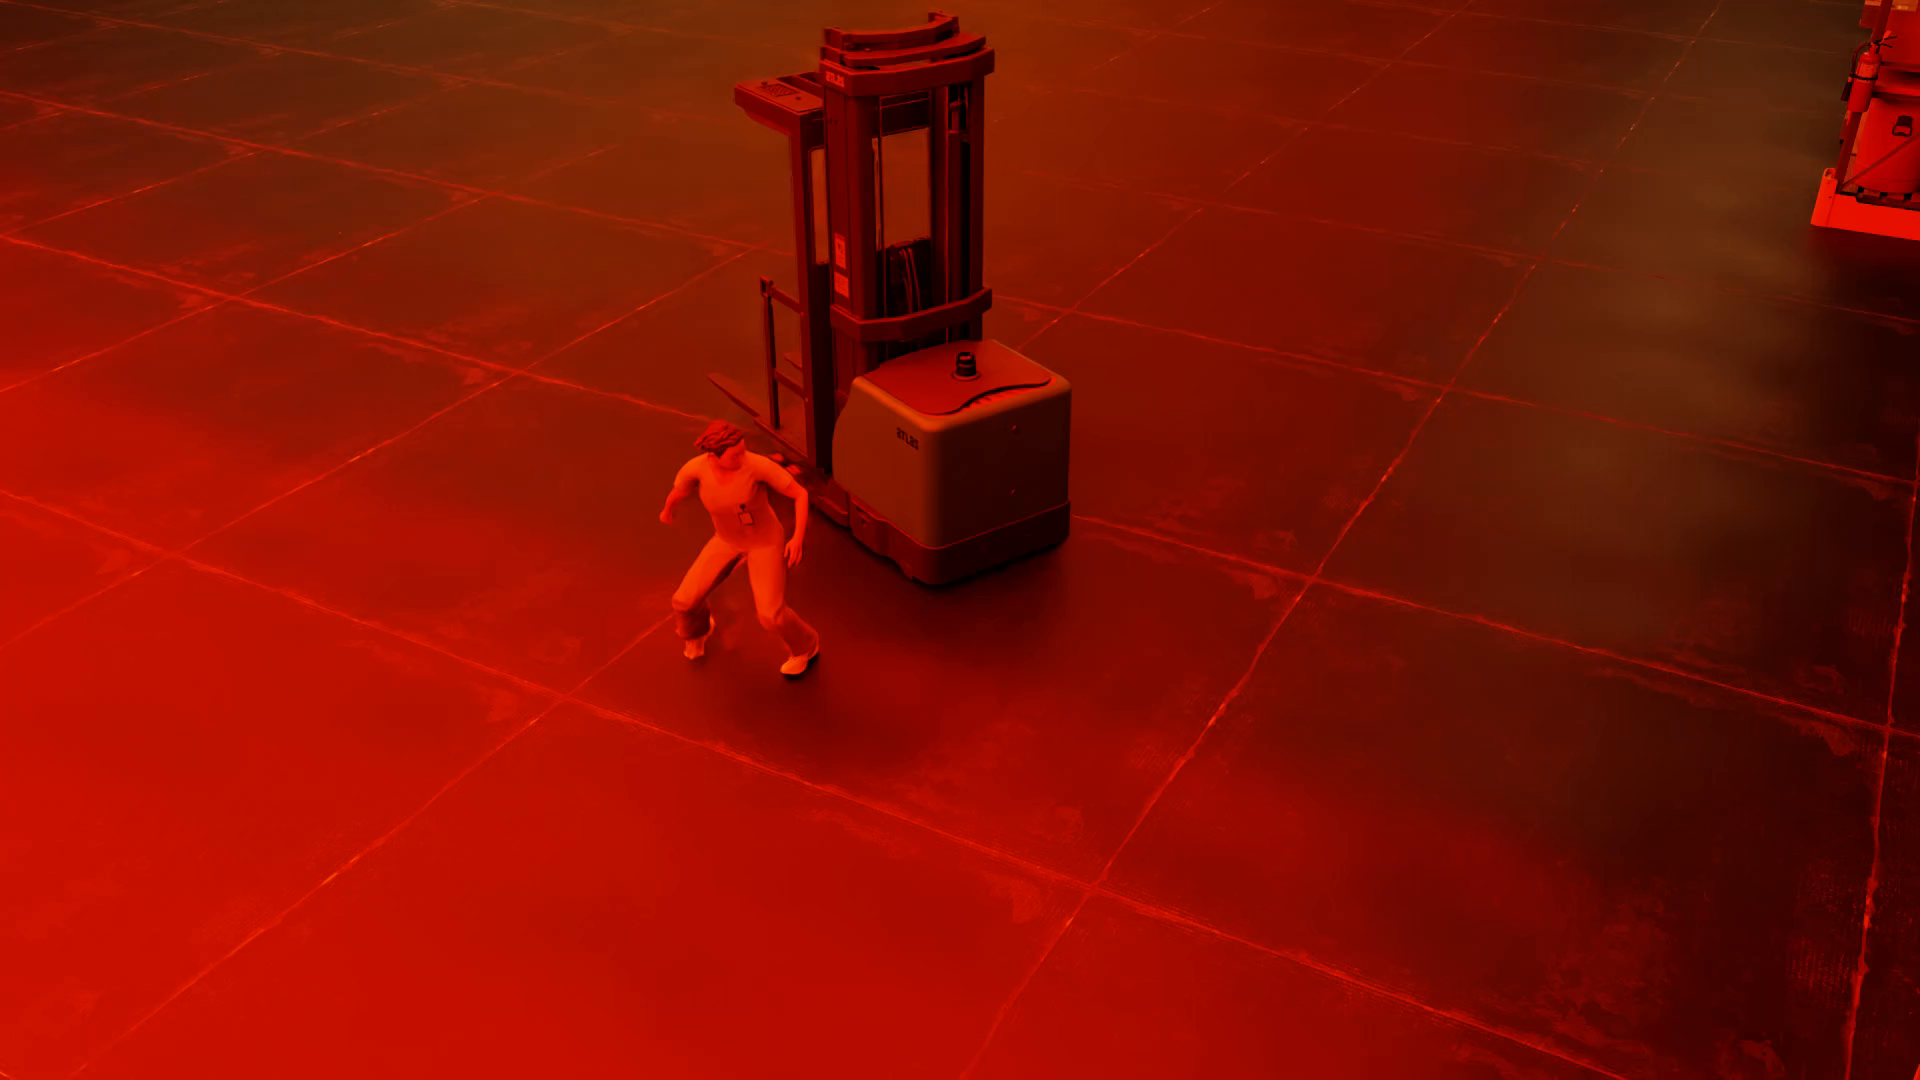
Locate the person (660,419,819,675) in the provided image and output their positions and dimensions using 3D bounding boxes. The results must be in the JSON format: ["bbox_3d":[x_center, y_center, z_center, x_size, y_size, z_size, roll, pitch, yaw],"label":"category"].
[{"bbox_3d":[-1.171,0.052,8.482,0.909,1.581,0.498,7,31,12],"label":"person"}]

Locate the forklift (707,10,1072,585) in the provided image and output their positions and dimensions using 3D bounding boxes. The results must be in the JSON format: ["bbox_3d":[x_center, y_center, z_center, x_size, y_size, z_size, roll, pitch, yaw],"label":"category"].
[{"bbox_3d":[-0.609,-1.701,10.017,1.130,2.935,3.031,-19,35,-30],"label":"forklift"}]
